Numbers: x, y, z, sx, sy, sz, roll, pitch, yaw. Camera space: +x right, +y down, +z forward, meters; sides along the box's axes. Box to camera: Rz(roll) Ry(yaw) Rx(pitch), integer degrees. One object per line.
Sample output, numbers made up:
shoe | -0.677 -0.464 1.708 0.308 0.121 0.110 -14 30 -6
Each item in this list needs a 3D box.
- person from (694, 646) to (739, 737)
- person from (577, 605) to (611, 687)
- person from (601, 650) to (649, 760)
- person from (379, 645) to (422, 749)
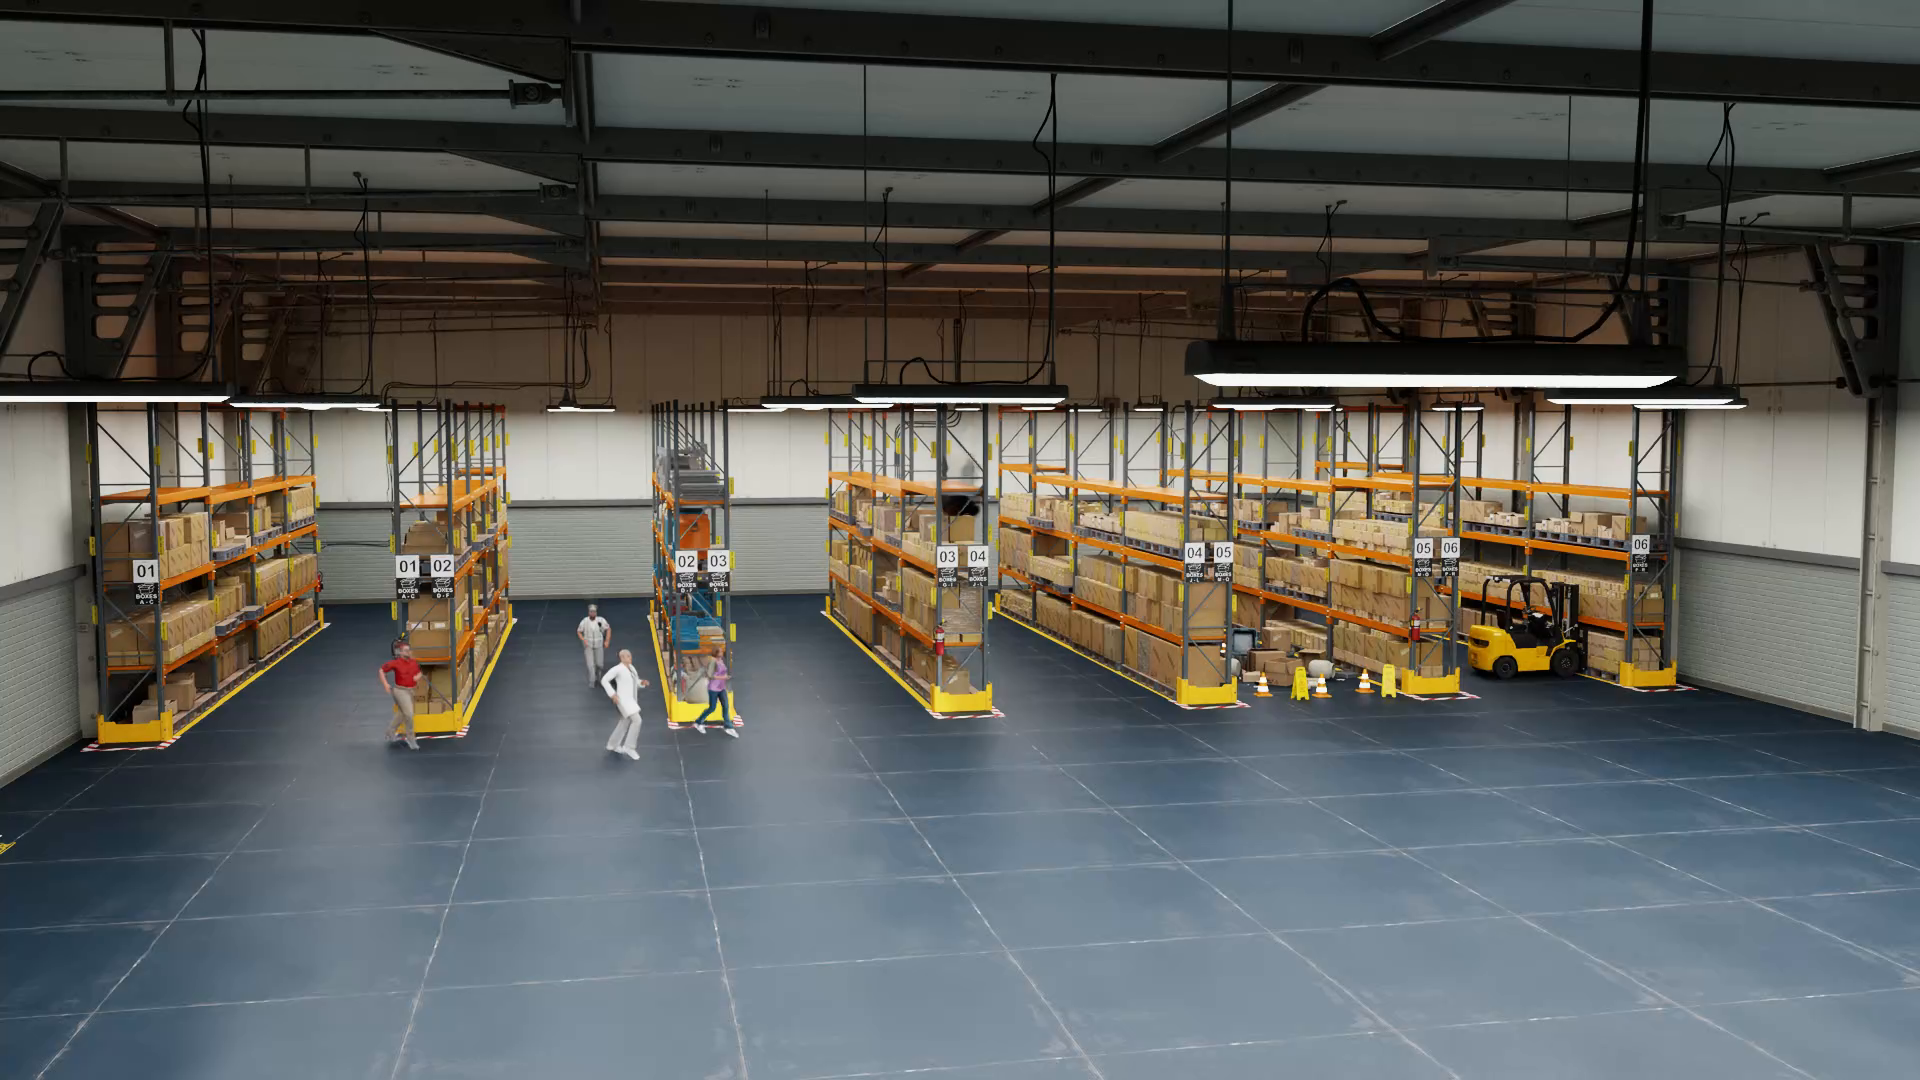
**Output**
person | -4.324 2.677 29.522 0.843 1.611 0.543 2 5 21
person | -7.710 2.217 35.059 0.698 1.742 0.620 -1 4 -15
person | -5.568 2.750 27.774 0.819 1.845 0.673 1 4 13
person | -9.611 2.706 28.772 0.825 1.788 0.713 2 5 20
